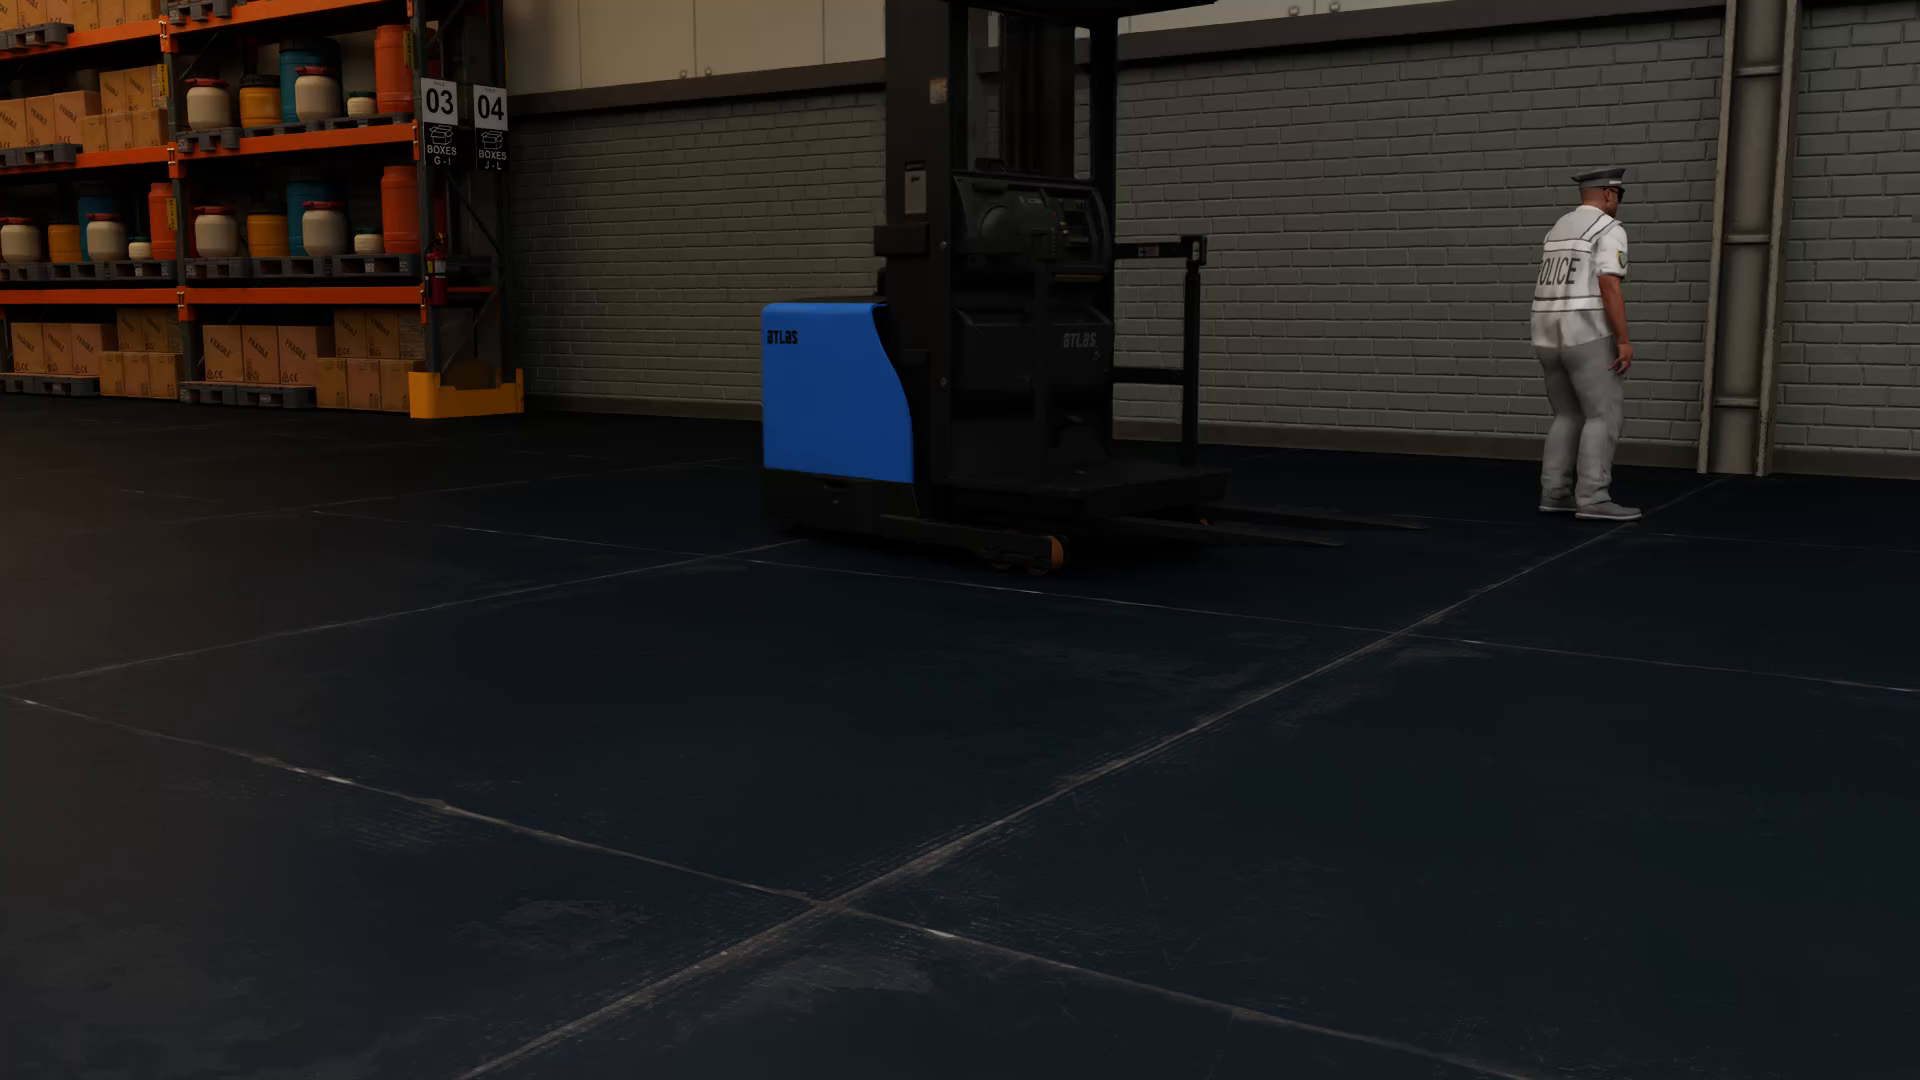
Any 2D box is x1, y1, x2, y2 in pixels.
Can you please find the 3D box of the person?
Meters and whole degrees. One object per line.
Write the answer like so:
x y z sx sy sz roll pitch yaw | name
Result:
3.125 -0.990 8.353 0.443 1.747 0.605 -3 8 -17 | person

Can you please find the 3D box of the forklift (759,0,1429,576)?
0.473 -1.391 6.977 3.031 2.935 1.130 8 11 43 | forklift
